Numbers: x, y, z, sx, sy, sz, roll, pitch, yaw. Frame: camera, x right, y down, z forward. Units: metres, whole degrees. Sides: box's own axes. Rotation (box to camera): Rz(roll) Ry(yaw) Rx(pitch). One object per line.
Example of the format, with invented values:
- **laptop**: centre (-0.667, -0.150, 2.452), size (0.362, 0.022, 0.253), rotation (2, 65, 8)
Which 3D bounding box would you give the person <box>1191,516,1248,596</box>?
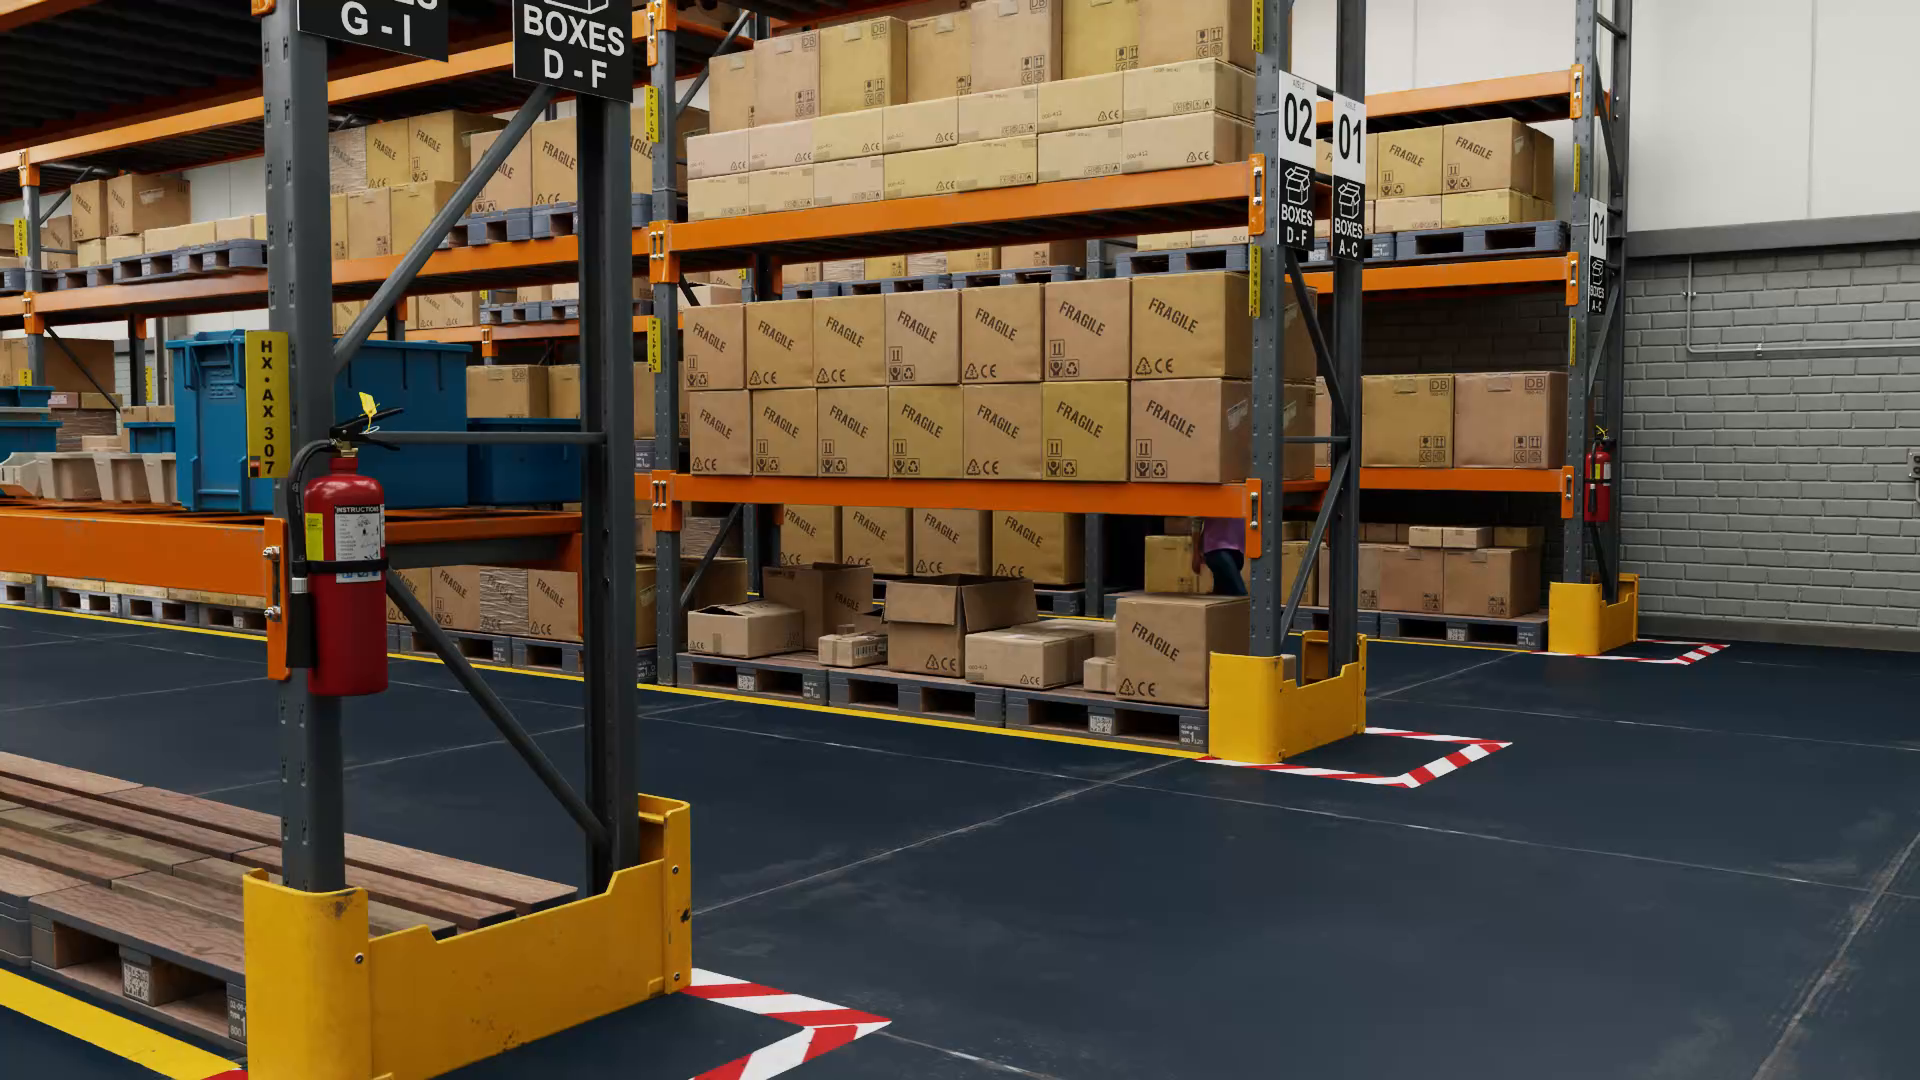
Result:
- **person**: centre (1.721, 0.074, 10.755), size (0.405, 1.520, 0.928), rotation (-3, 4, -39)
